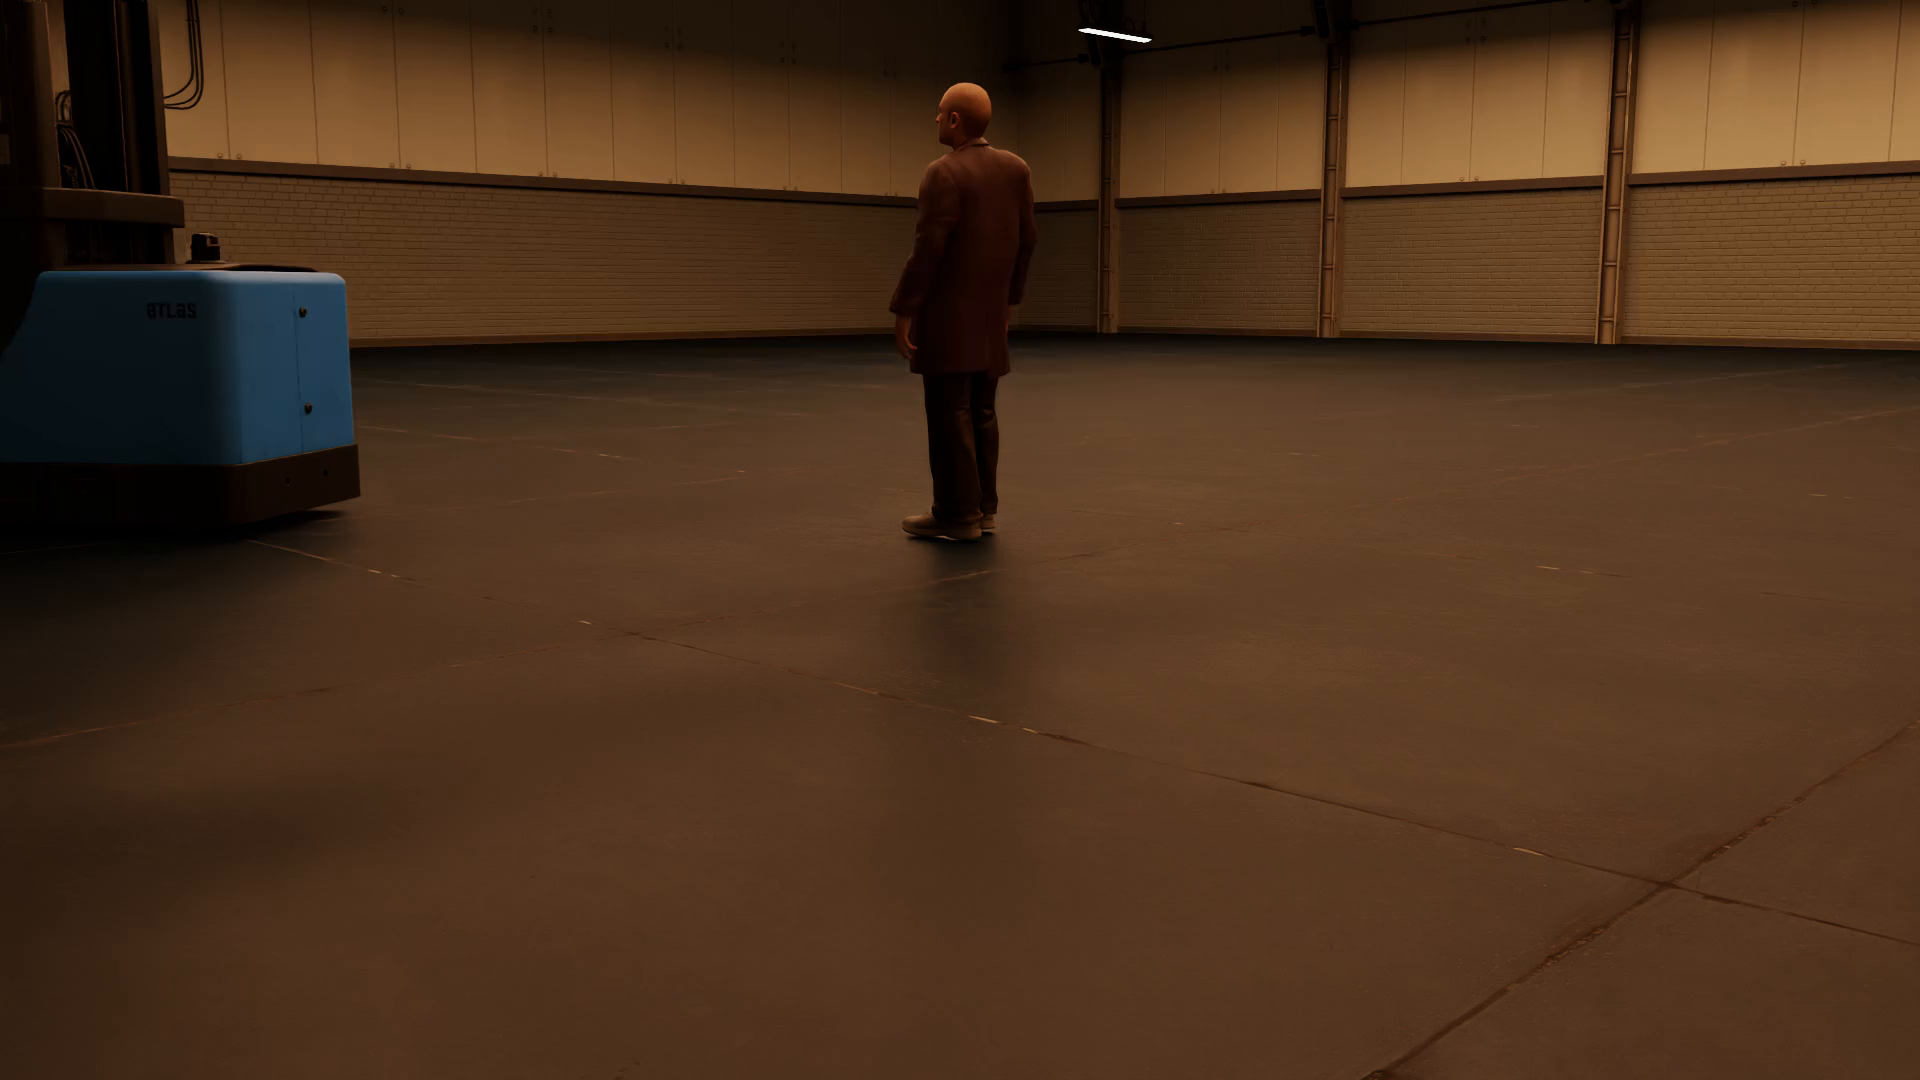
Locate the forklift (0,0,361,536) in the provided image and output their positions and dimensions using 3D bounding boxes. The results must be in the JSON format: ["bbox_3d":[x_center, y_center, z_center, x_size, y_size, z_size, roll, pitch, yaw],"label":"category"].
[{"bbox_3d":[-4.282,-1.543,7.124,3.031,2.935,1.130,1,9,8],"label":"forklift"}]

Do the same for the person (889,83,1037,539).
[{"bbox_3d":[-0.062,-0.896,6.650,0.582,1.776,0.694,8,12,43],"label":"person"}]
